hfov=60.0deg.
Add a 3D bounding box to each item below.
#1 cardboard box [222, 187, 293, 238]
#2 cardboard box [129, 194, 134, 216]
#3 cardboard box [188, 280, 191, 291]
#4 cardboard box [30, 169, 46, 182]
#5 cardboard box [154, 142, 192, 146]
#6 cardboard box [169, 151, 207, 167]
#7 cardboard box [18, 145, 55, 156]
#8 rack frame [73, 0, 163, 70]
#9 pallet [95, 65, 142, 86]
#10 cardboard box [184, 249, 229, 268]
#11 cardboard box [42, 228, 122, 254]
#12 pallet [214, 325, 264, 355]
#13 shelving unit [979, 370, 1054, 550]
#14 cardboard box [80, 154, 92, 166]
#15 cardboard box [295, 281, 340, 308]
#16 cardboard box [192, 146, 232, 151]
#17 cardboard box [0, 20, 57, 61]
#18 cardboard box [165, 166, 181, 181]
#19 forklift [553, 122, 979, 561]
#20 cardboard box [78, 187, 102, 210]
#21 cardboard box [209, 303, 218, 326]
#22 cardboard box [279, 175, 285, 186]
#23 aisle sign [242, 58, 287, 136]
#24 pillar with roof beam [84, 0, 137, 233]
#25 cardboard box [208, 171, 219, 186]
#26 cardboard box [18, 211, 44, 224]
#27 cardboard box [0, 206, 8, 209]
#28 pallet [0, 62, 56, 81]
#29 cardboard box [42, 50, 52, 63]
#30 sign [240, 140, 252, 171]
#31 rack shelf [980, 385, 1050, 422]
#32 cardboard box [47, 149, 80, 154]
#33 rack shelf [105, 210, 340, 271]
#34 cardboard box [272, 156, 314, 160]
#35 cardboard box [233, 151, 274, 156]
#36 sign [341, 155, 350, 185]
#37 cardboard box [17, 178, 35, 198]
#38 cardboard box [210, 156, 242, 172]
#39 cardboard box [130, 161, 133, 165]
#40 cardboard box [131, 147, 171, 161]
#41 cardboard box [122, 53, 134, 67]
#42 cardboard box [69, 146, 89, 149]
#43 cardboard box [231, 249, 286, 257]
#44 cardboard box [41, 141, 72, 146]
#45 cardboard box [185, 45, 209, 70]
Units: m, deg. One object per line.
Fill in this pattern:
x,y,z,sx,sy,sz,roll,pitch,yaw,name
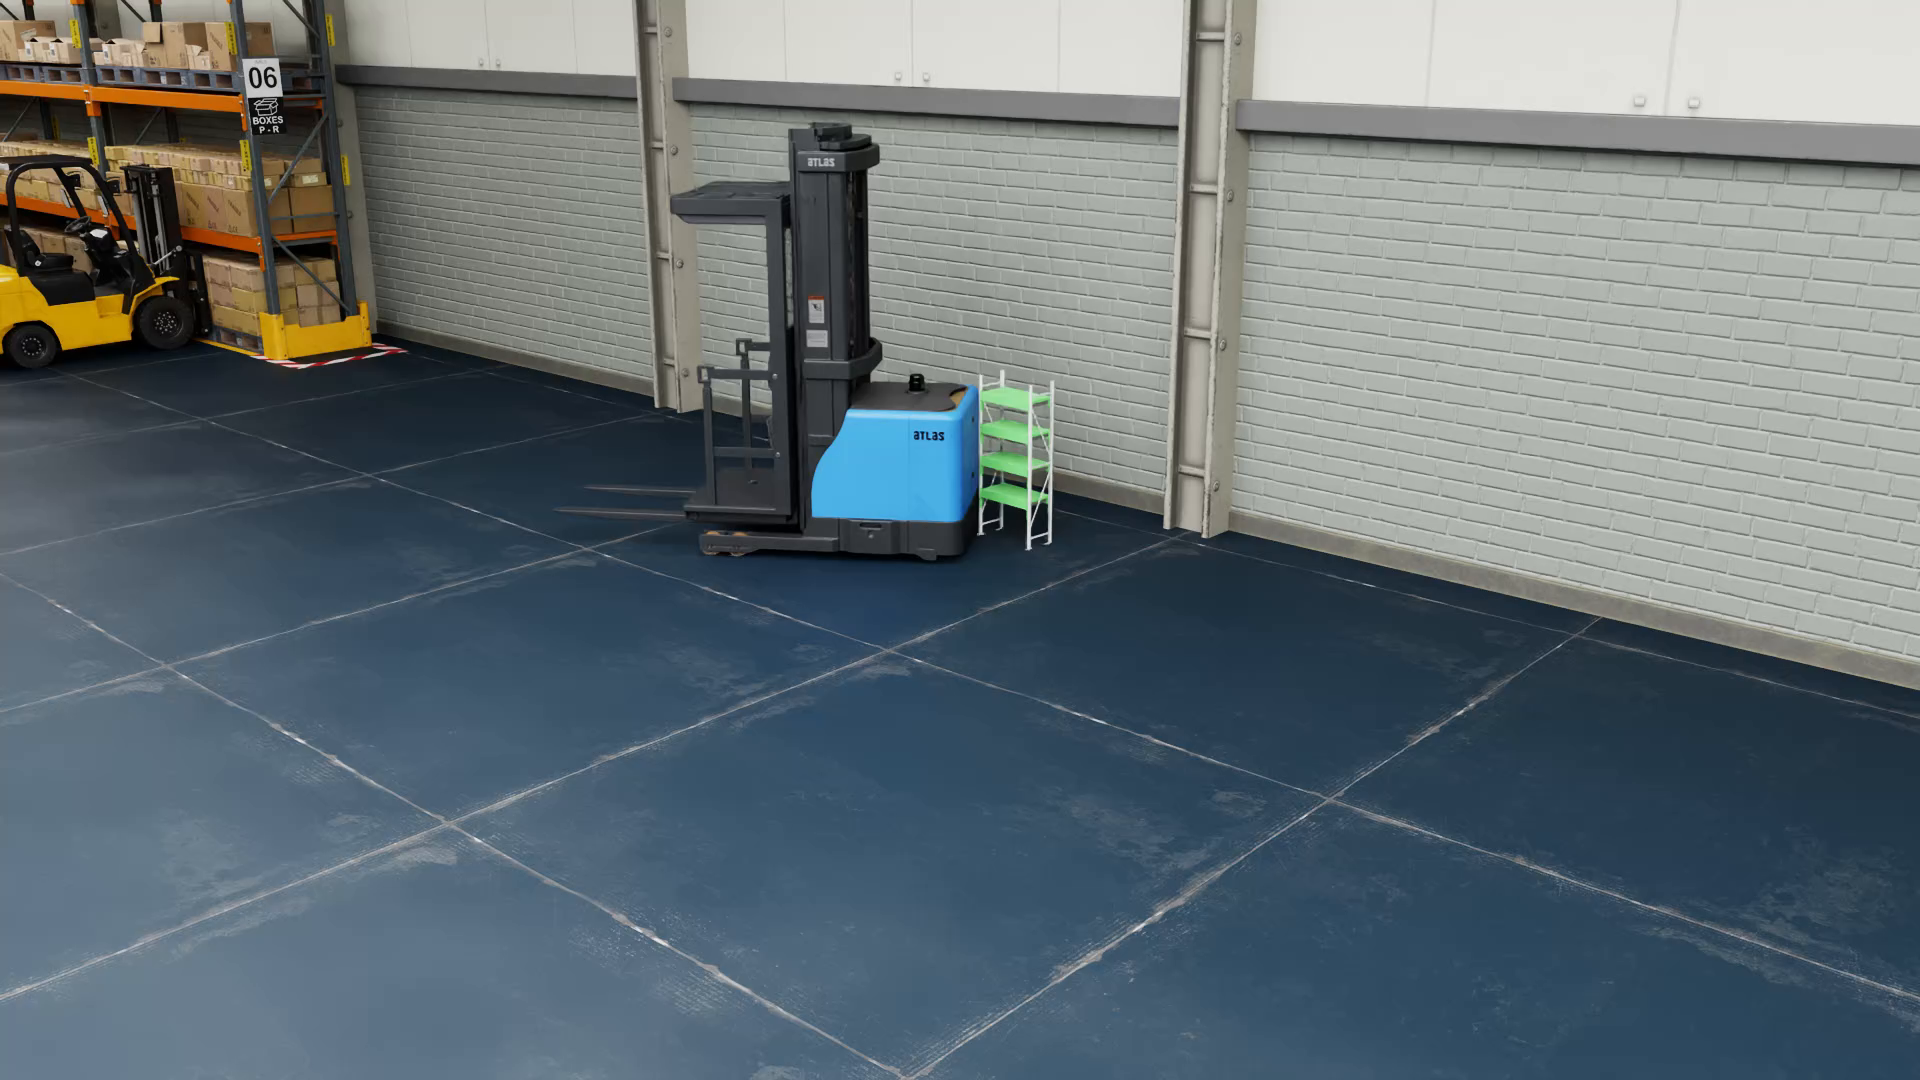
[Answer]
-7.833,-3.669,18.547,0.500,0.500,0.500,14,23,38,cardboard box
-9.723,-4.183,20.169,0.500,0.500,0.500,16,23,40,cardboard box
-9.002,-3.040,19.756,0.500,0.250,0.500,15,23,39,cardboard box
-11.953,-4.903,22.025,0.500,0.250,0.500,15,23,40,cardboard box
-9.843,-4.888,20.824,0.250,0.149,0.380,15,23,39,cardboard box
-9.027,-4.465,19.494,0.250,0.149,0.380,15,23,39,cardboard box
-12.410,-5.222,22.368,0.250,0.149,0.380,15,23,40,cardboard box
-10.283,-7.244,20.061,0.127,3.000,1.000,15,23,39,rack frame
-9.627,-5.607,20.007,1.213,0.211,1.003,15,23,39,pallet
-8.986,-3.273,19.665,0.500,0.250,0.500,14,23,38,cardboard box
-11.819,-3.863,22.557,0.625,0.625,0.875,14,22,37,cardboard box
-7.891,-2.397,19.314,1.213,0.211,1.003,15,23,39,pallet
0.401,-0.577,11.945,0.258,1.200,0.503,-16,24,-42,shelving unit
-10.890,-4.808,21.064,0.250,0.149,0.380,15,23,38,cardboard box
-7.505,-2.851,19.161,0.500,0.250,0.500,16,23,40,cardboard box
-9.067,-4.685,20.186,0.250,0.149,0.380,15,23,38,cardboard box
-12.450,-6.634,22.072,0.500,0.500,0.700,14,23,38,cardboard box
-9.075,-4.303,19.474,0.250,0.149,0.380,14,23,38,cardboard box
-1.409,-1.436,11.791,3.031,2.935,1.130,2,18,8,forklift
-10.833,-4.355,21.124,0.500,0.250,0.500,16,23,40,cardboard box
-8.586,-2.698,19.507,0.500,0.250,0.500,15,23,40,cardboard box
-7.599,-4.100,18.835,0.250,0.149,0.380,15,23,39,cardboard box
-7.437,-4.741,17.794,0.004,0.787,0.394,15,23,39,aisle sign
-14.558,-7.015,19.341,0.400,9.000,9.100,15,23,39,pillar with roof beam
-8.278,-4.107,18.858,0.250,0.149,0.380,15,23,39,cardboard box
-13.638,-4.740,24.455,0.250,0.149,0.380,16,24,41,cardboard box
-14.460,-4.928,25.048,0.250,0.149,0.380,15,23,40,cardboard box
-12.707,-6.411,22.709,1.003,0.211,1.213,16,24,42,pallet
-11.307,-6.095,20.954,0.250,0.149,0.380,15,23,39,cardboard box
-7.661,-4.126,17.849,0.005,0.325,0.100,15,23,39,sign
0.401,-0.973,11.819,0.258,0.148,0.480,-16,24,-42,rack shelf
-11.661,-5.010,21.701,0.250,0.149,0.380,15,23,40,cardboard box
-8.787,-3.640,19.812,4.000,0.370,1.077,15,23,39,rack shelf
-7.557,-4.263,18.858,0.250,0.149,0.380,16,24,41,cardboard box
-8.300,-4.481,19.544,0.250,0.149,0.380,14,23,38,cardboard box
-6.918,-4.156,18.687,0.005,0.325,0.100,15,23,39,sign
-12.342,-4.768,22.425,0.500,0.250,0.500,14,22,38,cardboard box
-8.254,-4.260,18.847,0.250,0.149,0.380,15,23,40,cardboard box
-9.811,-4.520,20.159,0.250,0.149,0.380,15,23,39,cardboard box
-9.789,-4.671,20.142,0.250,0.149,0.380,14,23,38,cardboard box
-9.574,-5.629,19.488,0.250,0.149,0.380,16,24,41,cardboard box
-11.736,-5.221,22.367,0.250,0.149,0.380,16,24,41,cardboard box
-8.268,-3.289,19.716,0.500,0.250,0.500,15,23,39,cardboard box
-12.474,-5.432,23.032,0.250,0.149,0.380,15,23,39,cardboard box
-8.302,-5.344,18.394,0.258,0.266,0.396,15,23,39,cardboard box
